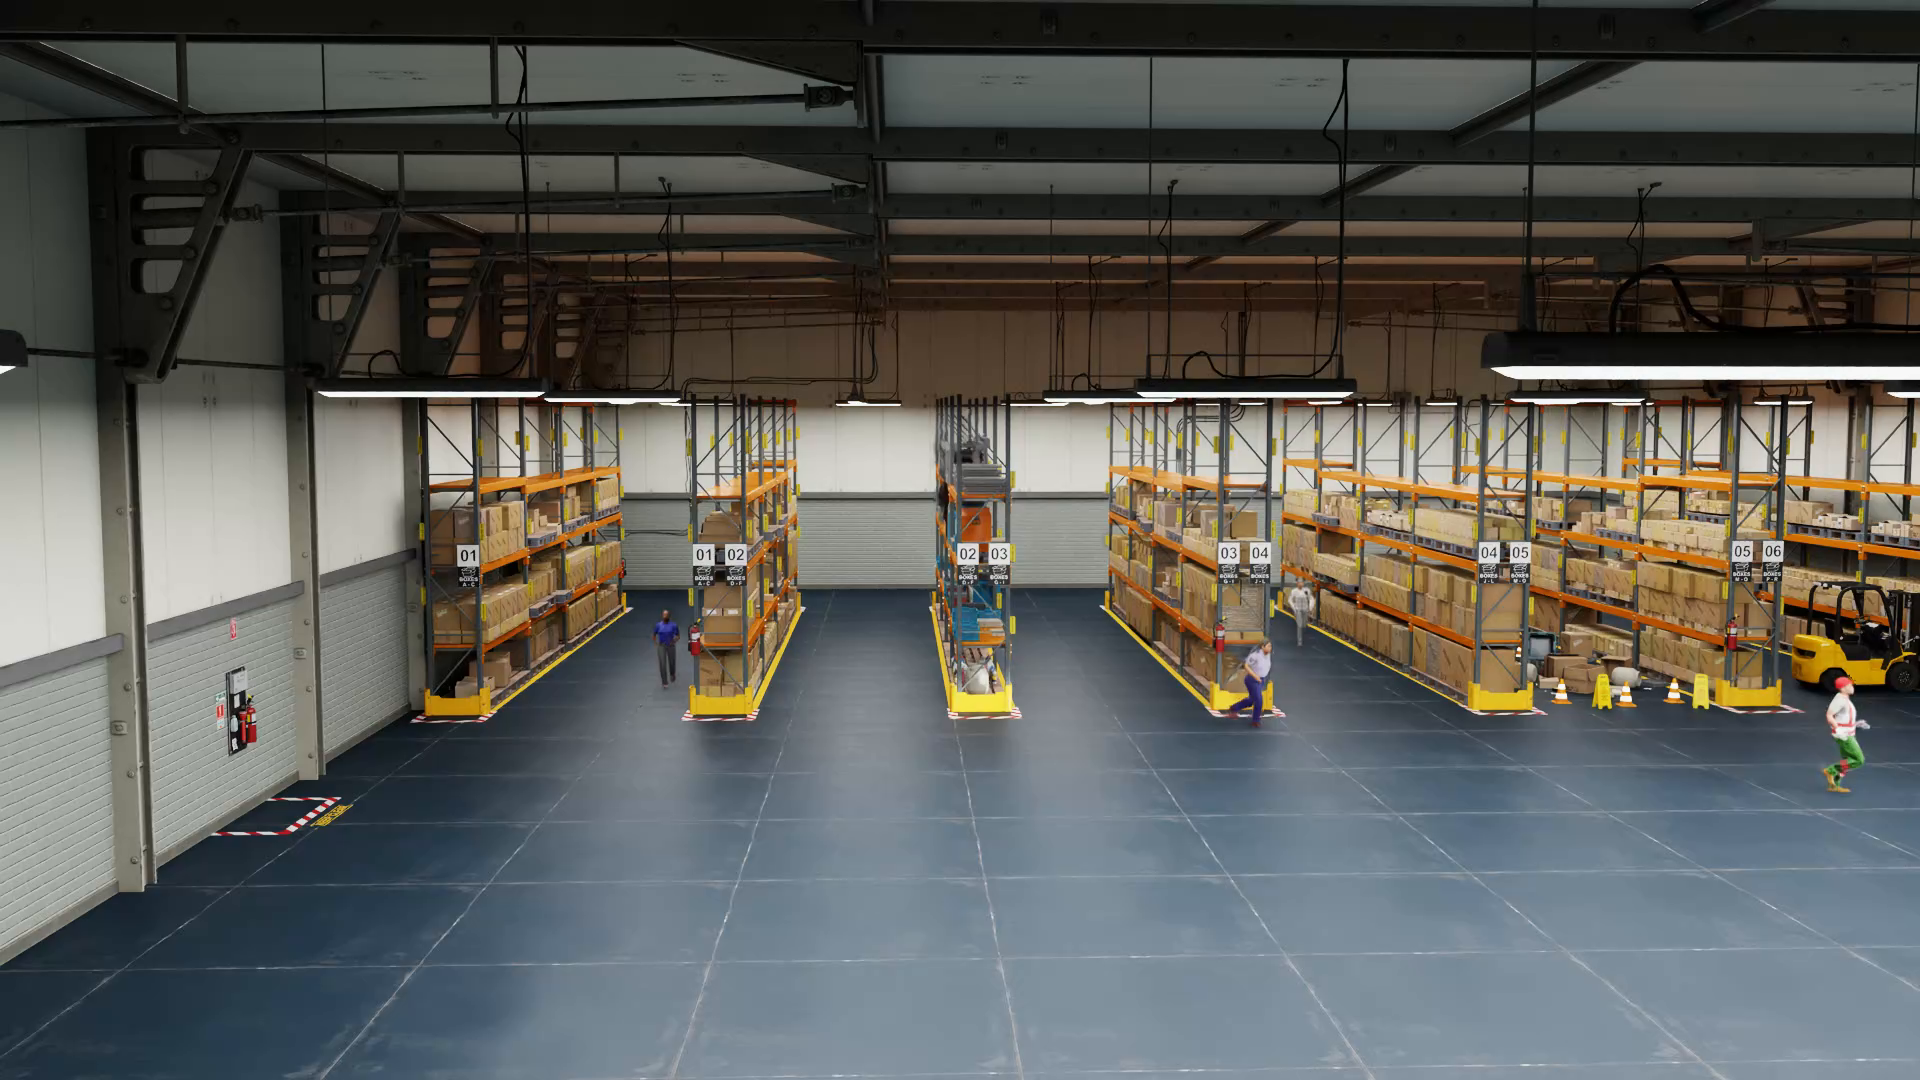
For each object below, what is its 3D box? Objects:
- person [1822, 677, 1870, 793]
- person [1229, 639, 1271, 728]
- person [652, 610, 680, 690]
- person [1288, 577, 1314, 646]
[{"bbox_3d":[13.191,2.905,24.740,0.587,1.739,0.656,3,5,31],"label":"person"},{"bbox_3d":[5.280,2.585,30.166,0.618,1.628,0.834,-4,6,-44],"label":"person"},{"bbox_3d":[-6.034,2.232,34.133,0.580,1.607,0.701,0,5,-6],"label":"person"},{"bbox_3d":[8.304,1.714,40.525,0.626,1.681,0.621,0,5,4],"label":"person"}]
